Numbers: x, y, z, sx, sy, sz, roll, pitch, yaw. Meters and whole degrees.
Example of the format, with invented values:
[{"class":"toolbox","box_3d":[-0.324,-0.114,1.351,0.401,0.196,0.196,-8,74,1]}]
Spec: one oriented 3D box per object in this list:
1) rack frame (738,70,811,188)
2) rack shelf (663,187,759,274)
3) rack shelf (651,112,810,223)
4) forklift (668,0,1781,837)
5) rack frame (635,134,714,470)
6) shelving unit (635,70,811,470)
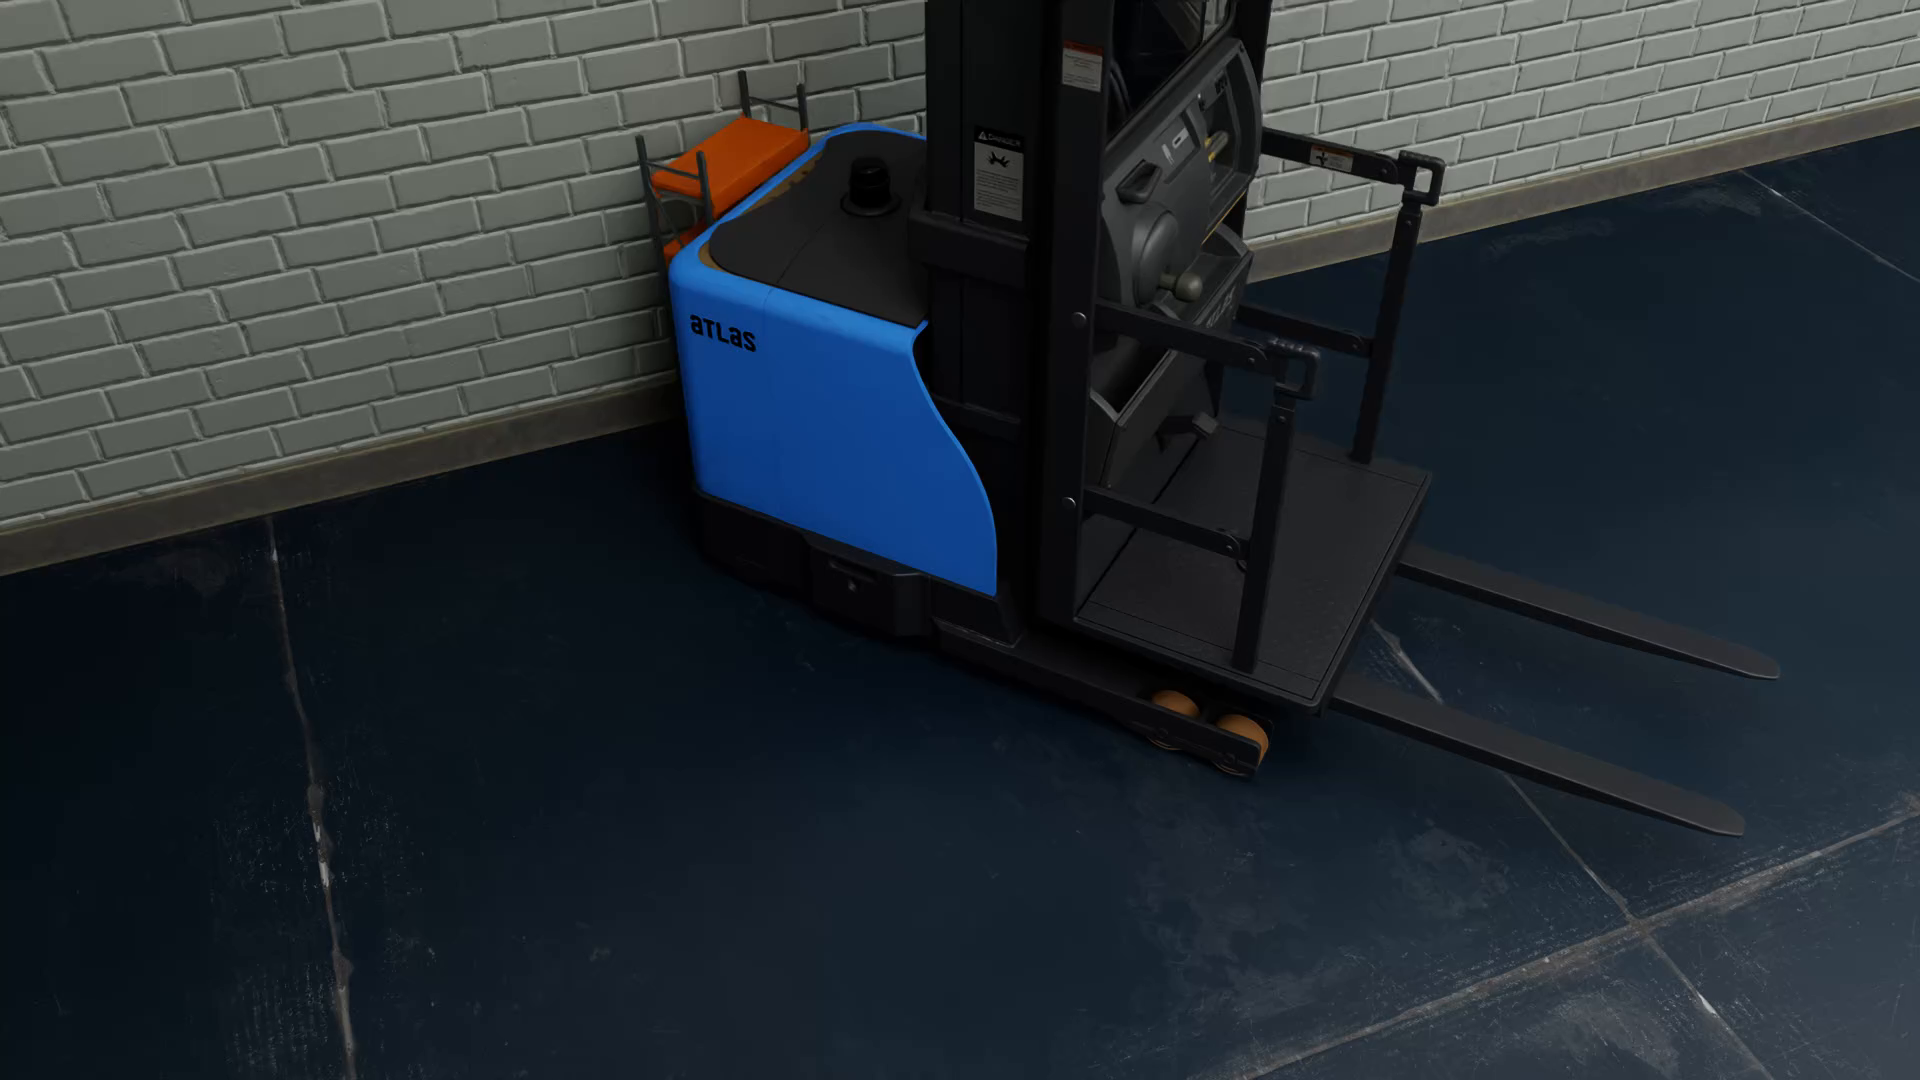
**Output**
[{"class":"rack frame","box_3d":[-0.549,-0.935,5.405,0.240,1.200,0.015,20,45,25]},{"class":"rack shelf","box_3d":[-0.681,-0.918,5.148,0.258,0.148,0.480,20,45,25]},{"class":"rack shelf","box_3d":[-0.689,-1.099,4.996,0.258,0.148,0.480,20,45,25]},{"class":"forklift","box_3d":[0.734,-0.873,4.018,3.031,2.935,1.130,19,44,21]},{"class":"rack frame","box_3d":[-0.801,-0.660,5.090,0.240,1.200,0.015,20,45,25]},{"class":"shelving unit","box_3d":[-0.675,-0.797,5.248,0.258,1.200,0.503,20,45,25]}]
